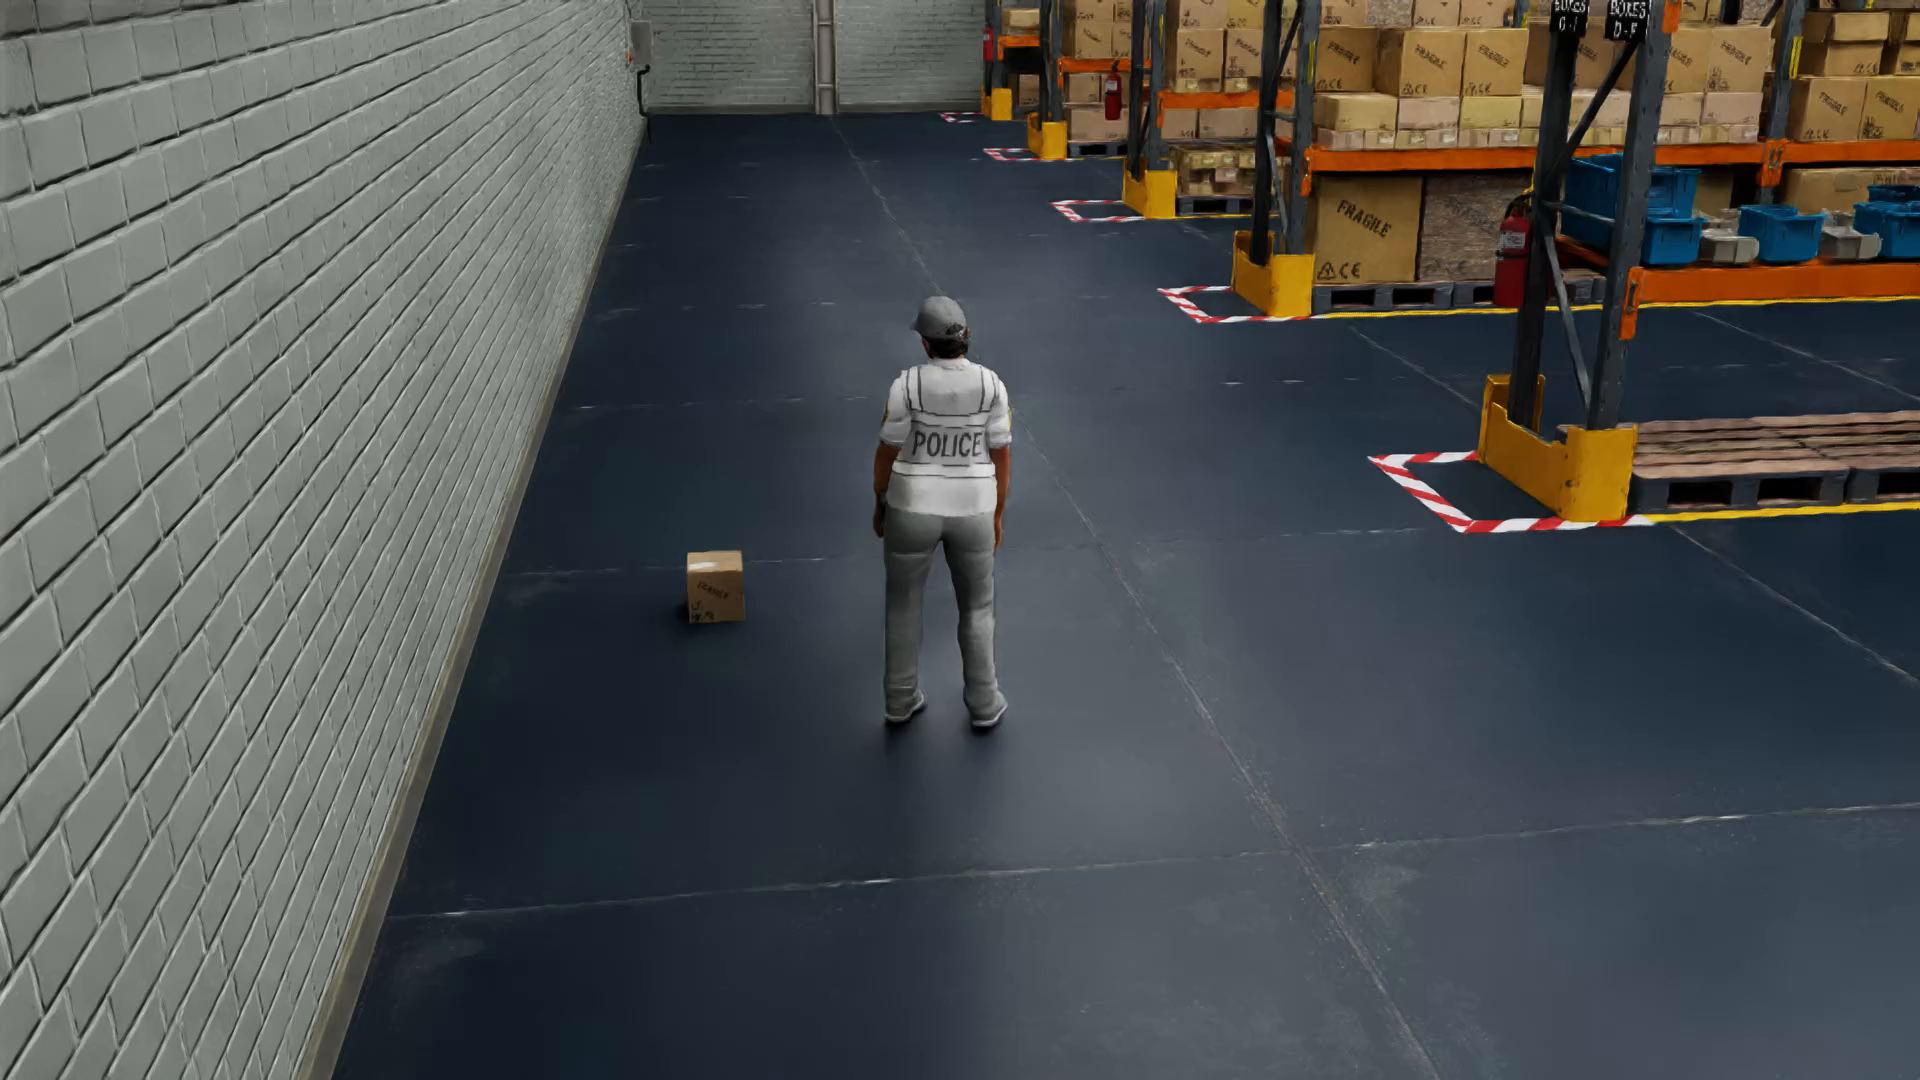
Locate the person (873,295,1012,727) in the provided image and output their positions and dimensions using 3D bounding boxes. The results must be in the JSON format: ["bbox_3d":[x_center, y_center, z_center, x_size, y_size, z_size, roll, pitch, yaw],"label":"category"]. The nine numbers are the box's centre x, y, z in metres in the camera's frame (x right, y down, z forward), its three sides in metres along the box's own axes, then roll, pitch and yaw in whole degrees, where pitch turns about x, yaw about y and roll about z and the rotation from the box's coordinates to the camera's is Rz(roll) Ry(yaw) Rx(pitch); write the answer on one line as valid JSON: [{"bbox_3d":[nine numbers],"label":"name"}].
[{"bbox_3d":[-0.063,-0.087,6.253,0.517,1.670,0.399,-3,20,-7],"label":"person"}]
